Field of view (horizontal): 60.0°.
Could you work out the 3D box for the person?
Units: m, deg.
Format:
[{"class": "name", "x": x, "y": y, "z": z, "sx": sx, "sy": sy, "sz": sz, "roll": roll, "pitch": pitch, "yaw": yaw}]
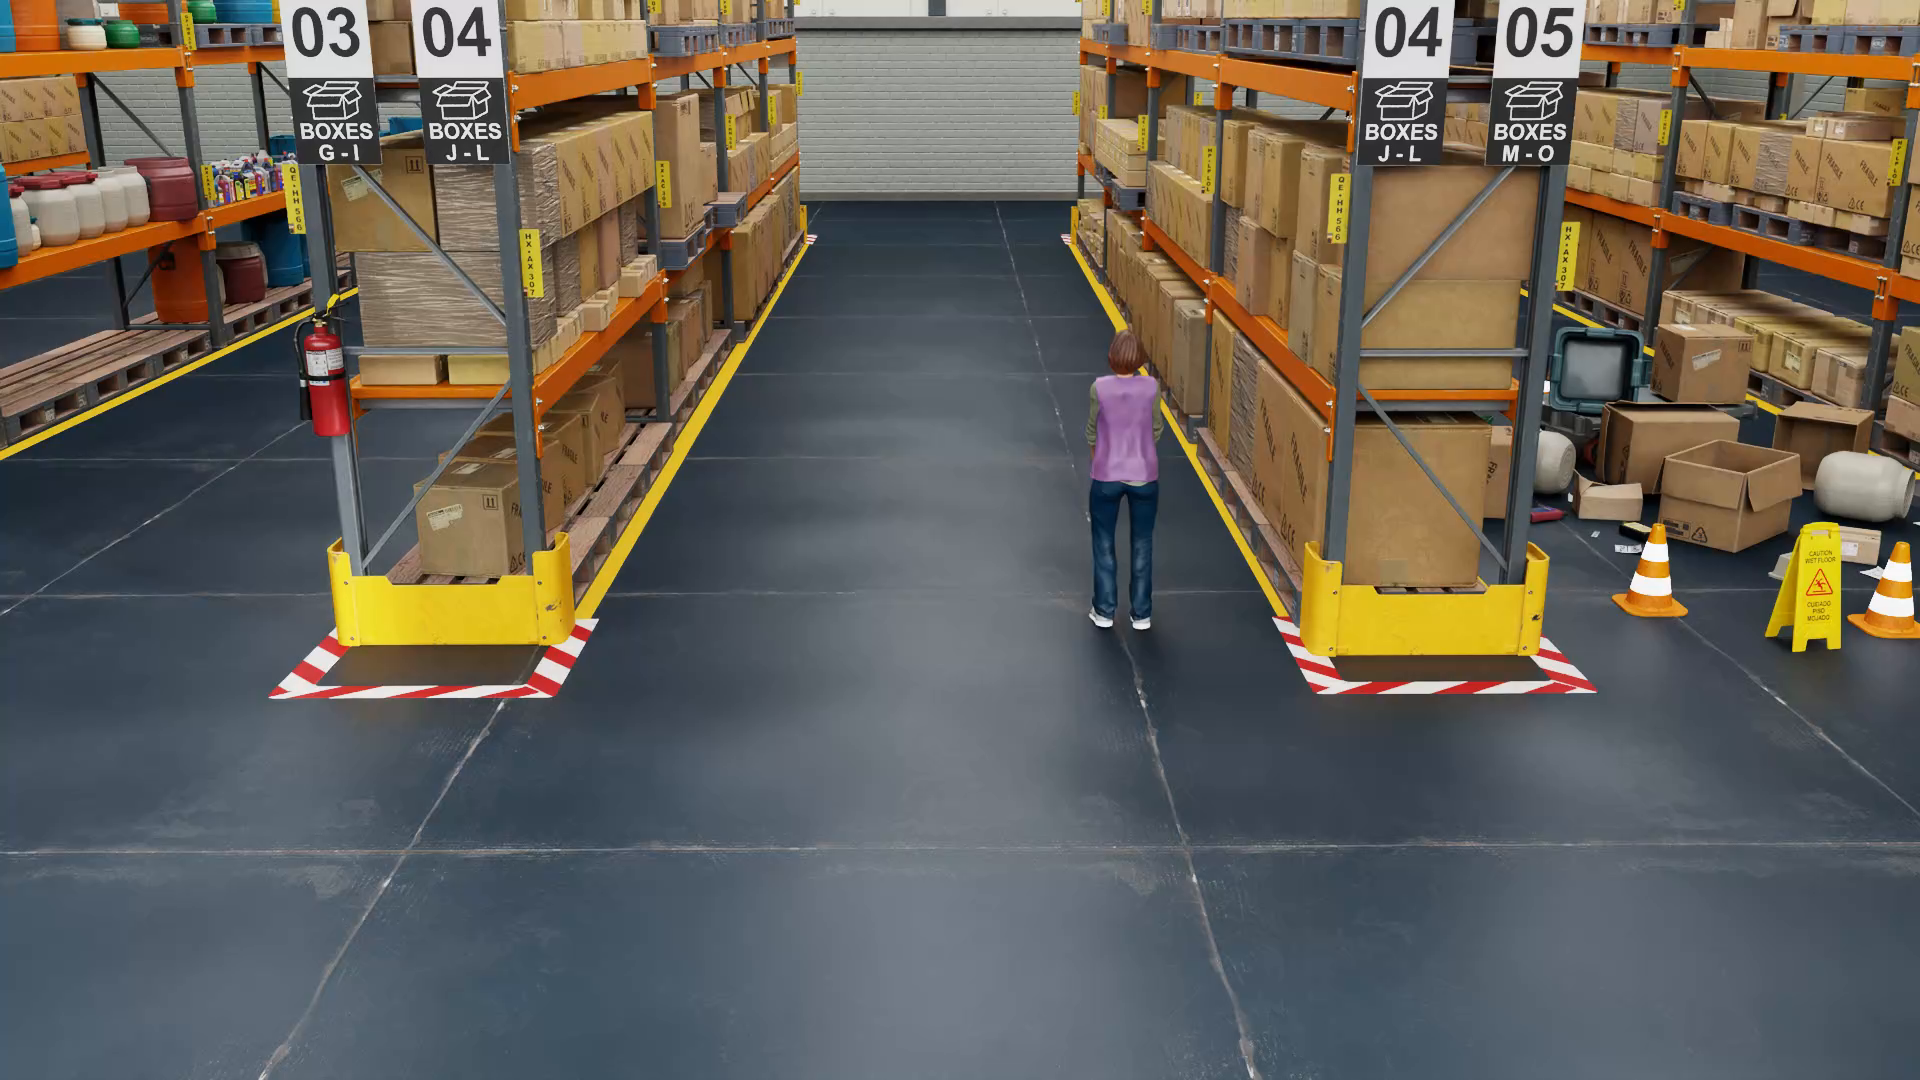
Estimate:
[{"class": "person", "x": 0.845, "y": -0.331, "z": 8.629, "sx": 0.404, "sy": 1.591, "sz": 0.497, "roll": 0, "pitch": 17, "yaw": 0}]
